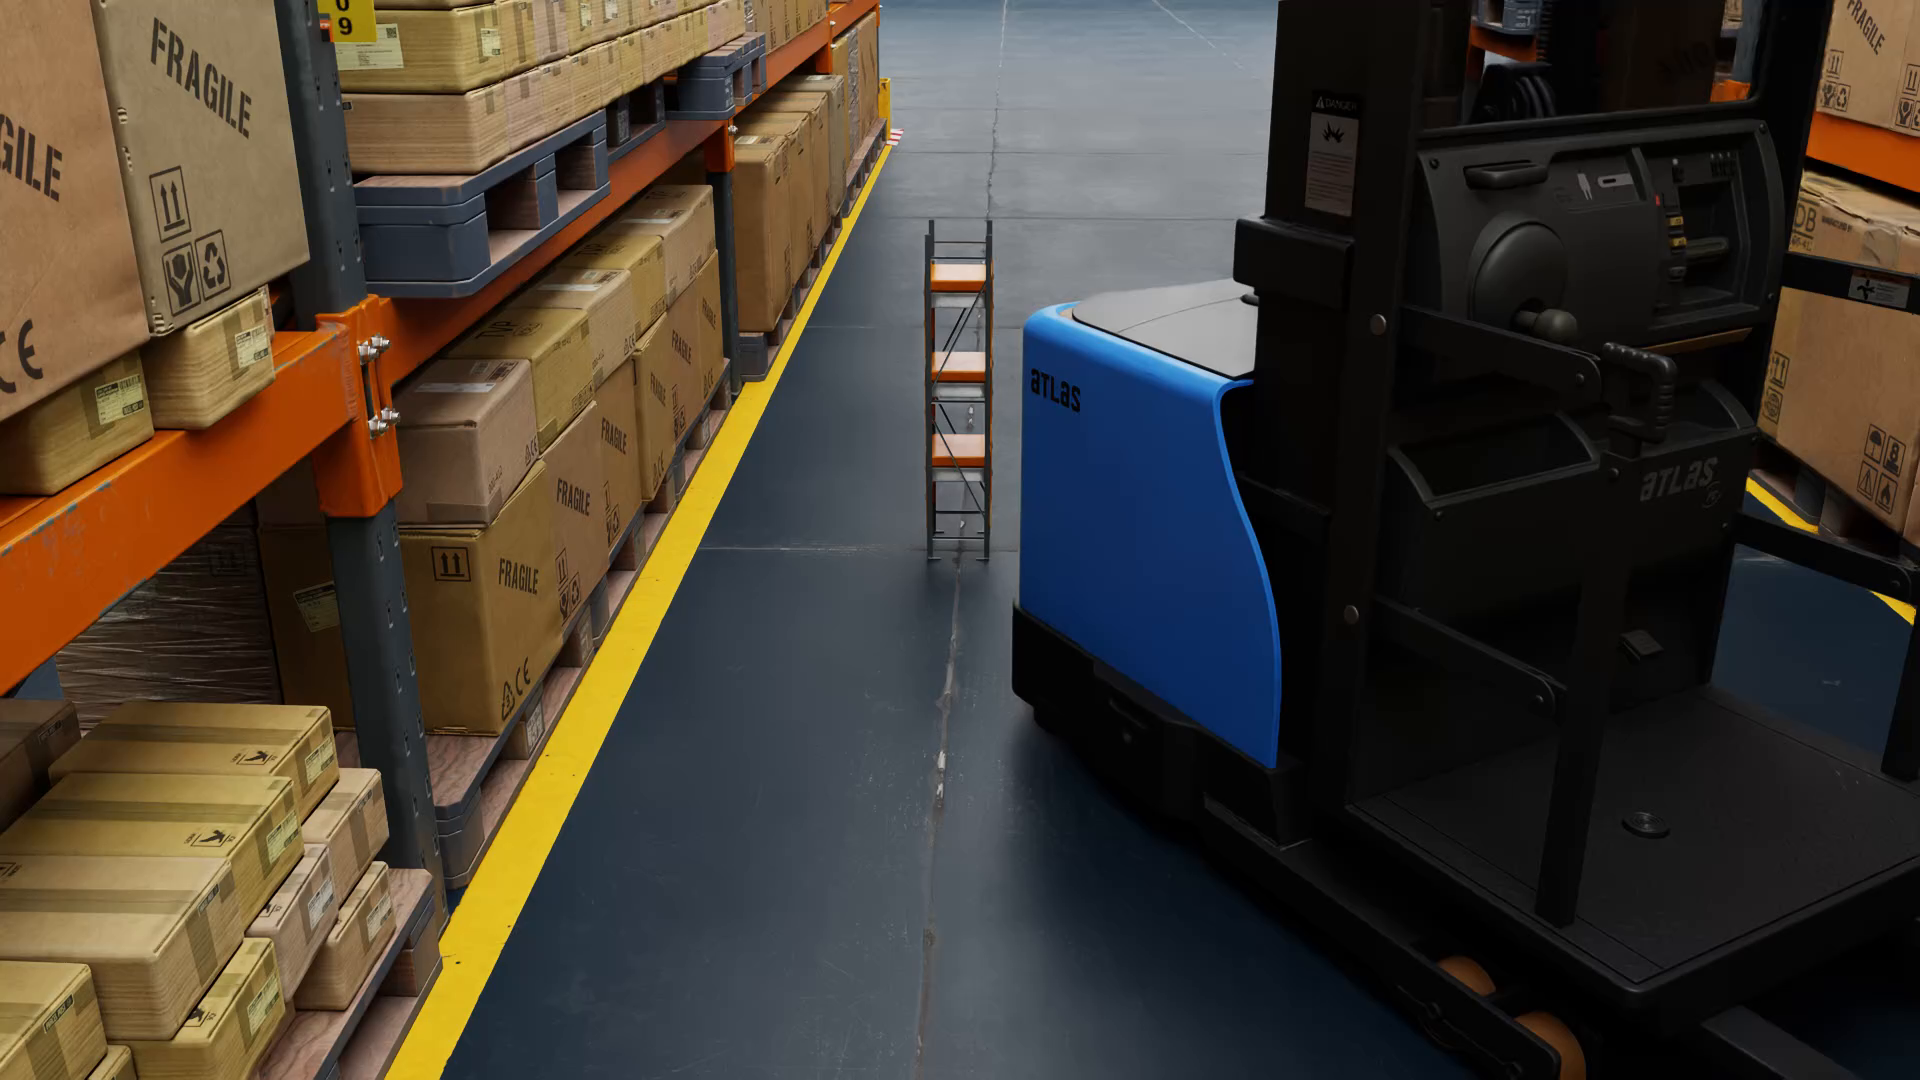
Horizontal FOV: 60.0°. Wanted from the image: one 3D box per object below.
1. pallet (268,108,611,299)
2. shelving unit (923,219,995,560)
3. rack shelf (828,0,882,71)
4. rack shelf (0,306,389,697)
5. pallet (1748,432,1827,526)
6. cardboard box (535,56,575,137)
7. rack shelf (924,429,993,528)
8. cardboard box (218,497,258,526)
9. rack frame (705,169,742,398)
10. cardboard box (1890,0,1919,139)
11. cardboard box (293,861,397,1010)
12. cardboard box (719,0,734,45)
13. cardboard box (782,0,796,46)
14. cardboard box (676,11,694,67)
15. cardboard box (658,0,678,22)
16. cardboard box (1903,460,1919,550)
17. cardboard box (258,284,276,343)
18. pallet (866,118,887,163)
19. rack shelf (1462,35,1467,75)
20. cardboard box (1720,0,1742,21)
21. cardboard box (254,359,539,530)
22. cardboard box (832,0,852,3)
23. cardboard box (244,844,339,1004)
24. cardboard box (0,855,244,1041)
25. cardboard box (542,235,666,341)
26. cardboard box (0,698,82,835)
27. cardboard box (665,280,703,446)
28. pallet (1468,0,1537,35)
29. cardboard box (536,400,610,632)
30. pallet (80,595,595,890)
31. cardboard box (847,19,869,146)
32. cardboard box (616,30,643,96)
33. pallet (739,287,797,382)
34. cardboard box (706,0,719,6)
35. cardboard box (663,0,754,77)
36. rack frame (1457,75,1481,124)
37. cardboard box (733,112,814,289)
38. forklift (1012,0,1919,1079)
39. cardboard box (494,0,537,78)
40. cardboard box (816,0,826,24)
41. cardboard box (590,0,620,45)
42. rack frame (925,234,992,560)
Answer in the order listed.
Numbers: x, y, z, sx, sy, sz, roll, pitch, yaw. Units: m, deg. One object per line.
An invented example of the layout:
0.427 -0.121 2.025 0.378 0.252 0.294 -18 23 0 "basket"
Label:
-1.398 -0.769 3.631 1.003 0.211 1.213 1 21 2 "pallet"
-0.002 -0.470 5.289 0.215 1.050 0.252 1 21 2 "shelving unit"
-1.262 -3.864 12.336 1.077 0.370 4.000 1 21 2 "rack shelf"
-1.627 0.474 1.154 1.077 0.370 4.000 1 21 2 "rack shelf"
3.411 -0.355 6.152 1.003 0.211 1.213 1 21 2 "pallet"
-1.080 -0.991 3.703 0.380 0.149 0.250 1 21 2 "cardboard box"
-0.002 -0.201 5.394 0.215 0.259 0.240 1 21 2 "rack shelf"
-1.796 -0.236 3.830 0.500 0.250 0.500 0 21 0 "cardboard box"
-1.445 -2.030 6.615 1.000 3.000 0.127 1 21 2 "rack frame"
3.198 -1.441 4.959 0.500 0.500 0.500 0 21 1 "cardboard box"
-1.238 0.695 2.952 0.380 0.149 0.250 1 21 2 "cardboard box"
-1.010 -1.836 5.881 0.380 0.149 0.250 1 21 1 "cardboard box"
-1.115 -2.783 8.416 0.500 0.500 0.500 0 21 1 "cardboard box"
-1.035 -1.556 5.158 0.380 0.149 0.250 0 21 -1 "cardboard box"
-1.042 -1.598 4.856 0.380 0.149 0.250 1 21 3 "cardboard box"
3.414 -0.253 4.391 1.225 0.875 0.875 0 21 0 "cardboard box"
-1.341 -0.361 2.660 0.380 0.149 0.250 0 21 1 "cardboard box"
-1.147 -3.333 13.827 1.003 0.211 1.213 1 21 2 "pallet"
3.692 -3.773 12.102 1.077 0.370 4.000 1 21 2 "rack shelf"
3.486 -2.377 6.791 0.500 0.500 0.500 -2 21 -5 "cardboard box"
-1.280 -0.228 3.809 0.500 0.250 0.500 0 21 -1 "cardboard box"
-1.196 -4.073 11.673 0.875 0.550 0.550 1 21 2 "cardboard box"
-1.254 0.626 2.719 0.380 0.149 0.250 0 21 -1 "cardboard box"
-1.286 0.586 2.410 0.380 0.149 0.250 0 21 1 "cardboard box"
-1.239 -0.794 5.267 0.500 0.250 0.500 1 21 3 "cardboard box"
-1.784 0.394 2.905 0.380 0.149 0.250 1 21 4 "cardboard box"
-1.223 -0.632 5.887 0.500 0.500 0.500 1 21 4 "cardboard box"
3.463 -3.021 9.434 1.003 0.211 1.213 1 21 2 "pallet"
-1.264 -0.070 4.438 0.500 0.500 0.500 2 21 4 "cardboard box"
-1.544 0.434 4.118 1.003 0.211 1.213 1 21 2 "pallet"
-1.181 -3.564 12.925 0.875 0.875 0.875 0 21 1 "cardboard box"
-1.060 -1.272 4.428 0.380 0.149 0.250 0 21 1 "cardboard box"
-1.345 -1.015 7.852 1.003 0.211 1.213 1 21 2 "pallet"
-1.016 -1.872 5.564 0.380 0.149 0.250 1 21 3 "cardboard box"
-1.161 -2.236 7.008 0.500 0.500 0.500 1 21 2 "cardboard box"
3.632 -3.386 10.108 1.000 3.000 0.127 1 21 2 "rack frame"
-1.313 -1.713 8.326 1.050 0.750 0.750 1 21 2 "cardboard box"
1.312 -0.552 2.900 1.130 2.935 3.031 -12 24 -28 "forklift"
-1.089 -1.033 3.399 0.380 0.149 0.250 0 21 1 "cardboard box"
-1.072 -3.332 9.831 0.500 0.500 0.500 1 21 1 "cardboard box"
-1.068 -1.317 4.133 0.380 0.149 0.250 1 21 4 "cardboard box"
-0.005 -0.426 5.175 0.200 1.050 0.008 1 21 2 "rack frame"
